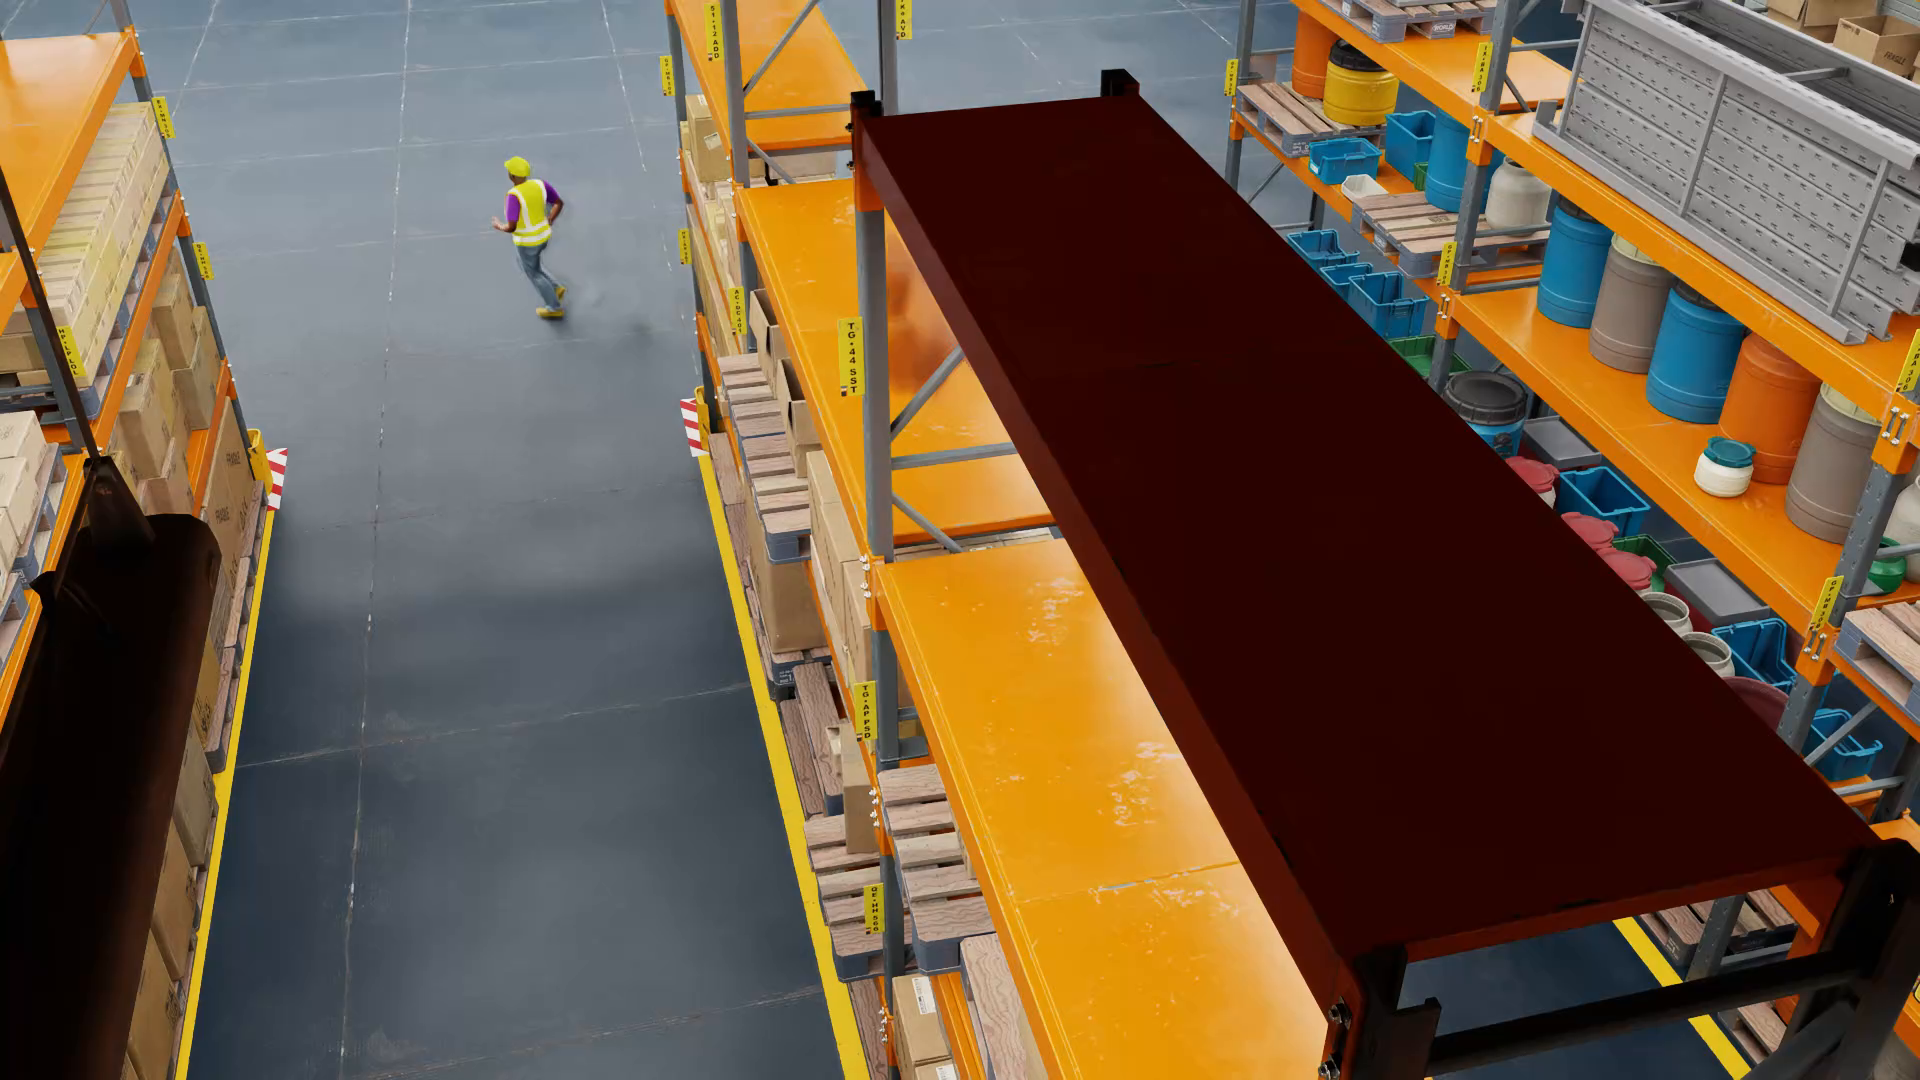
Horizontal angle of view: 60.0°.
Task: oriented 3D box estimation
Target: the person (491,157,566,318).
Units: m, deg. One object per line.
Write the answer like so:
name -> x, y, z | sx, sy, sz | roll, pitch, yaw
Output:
person -> -4.460, -3.109, 17.088 | 0.600, 1.729, 0.677 | 13, 36, 18

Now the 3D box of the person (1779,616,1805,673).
person -> 6.311, 0.380, 12.116 | 0.580, 1.612, 0.558 | -19, 39, -25
